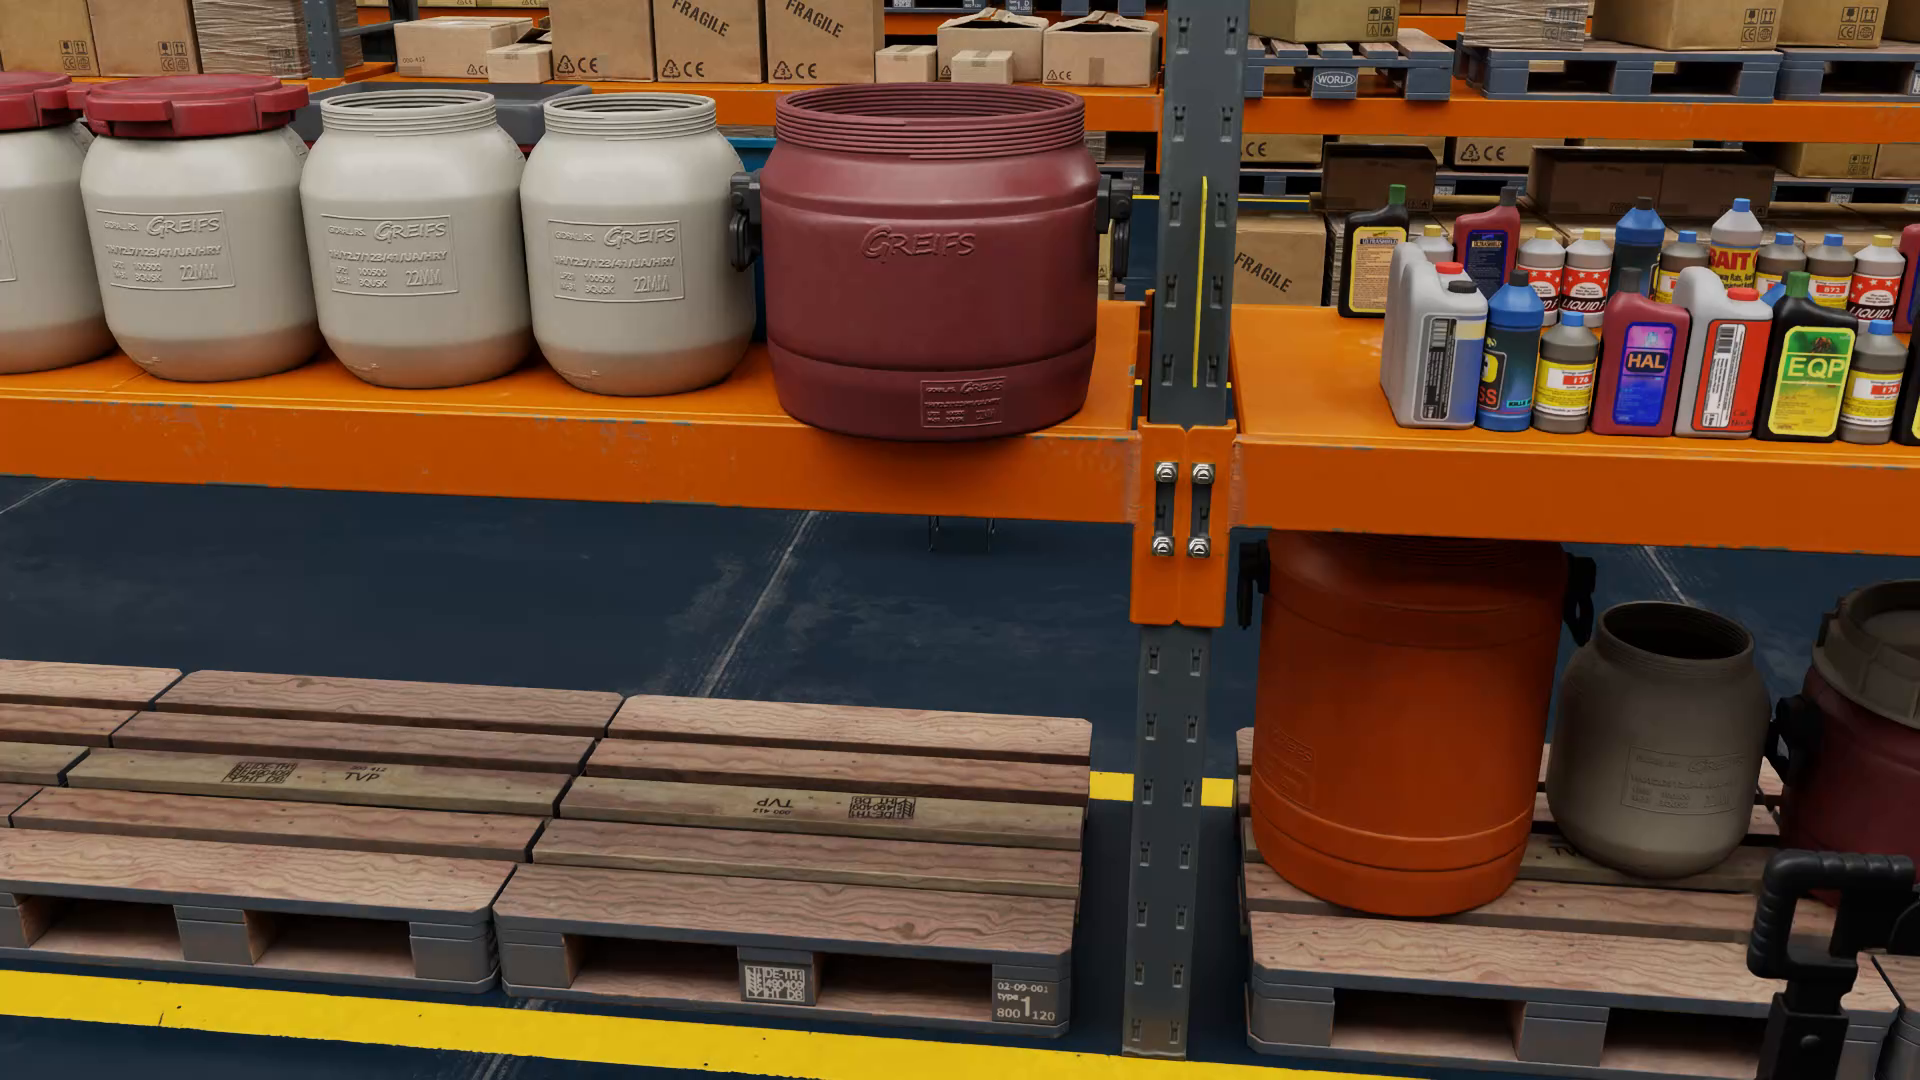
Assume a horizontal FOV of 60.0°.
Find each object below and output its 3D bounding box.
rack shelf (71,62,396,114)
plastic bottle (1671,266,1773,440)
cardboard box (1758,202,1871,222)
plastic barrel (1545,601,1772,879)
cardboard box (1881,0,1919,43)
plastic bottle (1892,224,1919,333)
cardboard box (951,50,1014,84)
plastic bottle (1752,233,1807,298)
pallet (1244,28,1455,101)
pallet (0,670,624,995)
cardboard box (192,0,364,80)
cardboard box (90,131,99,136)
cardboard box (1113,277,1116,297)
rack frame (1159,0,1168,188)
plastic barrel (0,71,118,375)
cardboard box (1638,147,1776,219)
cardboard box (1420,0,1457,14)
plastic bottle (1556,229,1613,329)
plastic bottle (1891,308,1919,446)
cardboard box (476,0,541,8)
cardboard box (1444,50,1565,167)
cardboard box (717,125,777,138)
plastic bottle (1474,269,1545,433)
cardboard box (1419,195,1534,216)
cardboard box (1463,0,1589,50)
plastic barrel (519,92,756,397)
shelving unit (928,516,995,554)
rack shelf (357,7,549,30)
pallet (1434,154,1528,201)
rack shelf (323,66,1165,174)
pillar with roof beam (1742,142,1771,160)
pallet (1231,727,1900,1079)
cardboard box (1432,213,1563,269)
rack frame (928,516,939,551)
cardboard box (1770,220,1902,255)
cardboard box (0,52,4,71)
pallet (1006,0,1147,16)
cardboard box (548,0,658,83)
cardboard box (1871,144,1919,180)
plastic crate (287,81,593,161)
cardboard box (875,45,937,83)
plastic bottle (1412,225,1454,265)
[{"bbox_3d":[-4.926,-2.274,8.591,4.000,0.370,1.077,2,22,6],"label":"rack shelf"},{"bbox_3d":[1.296,-0.326,2.855,0.135,0.276,0.152,2,22,6],"label":"plastic bottle"},{"bbox_3d":[4.021,-1.347,8.069,0.500,0.500,0.500,3,22,7],"label":"cardboard box"},{"bbox_3d":[1.504,0.427,3.591,0.421,0.512,0.421,0,22,0],"label":"plastic barrel"},{"bbox_3d":[4.560,-2.520,7.527,0.500,0.500,0.700,-5,22,-12],"label":"cardboard box"},{"bbox_3d":[2.032,-0.575,3.474,0.133,0.283,0.061,2,22,6],"label":"plastic bottle"},{"bbox_3d":[0.106,-2.170,7.692,0.250,0.149,0.380,2,22,6],"label":"cardboard box"},{"bbox_3d":[1.722,-0.544,3.506,0.097,0.201,0.097,0,22,0],"label":"plastic bottle"},{"bbox_3d":[1.713,-2.256,7.828,1.003,0.211,1.213,2,22,6],"label":"pallet"},{"bbox_3d":[-1.528,0.654,3.997,1.213,0.211,1.003,2,22,6],"label":"pallet"},{"bbox_3d":[-3.382,-2.586,8.264,0.500,0.500,0.700,2,22,5],"label":"cardboard box"},{"bbox_3d":[-4.357,-1.965,8.980,0.500,0.500,0.500,2,22,6],"label":"cardboard box"},{"bbox_3d":[0.546,-1.396,8.559,0.500,0.250,0.500,2,22,6],"label":"cardboard box"},{"bbox_3d":[1.611,-4.158,12.377,0.127,3.000,1.000,2,22,6],"label":"rack frame"},{"bbox_3d":[-1.874,-0.624,3.253,0.433,0.535,0.433,0,22,0],"label":"plastic barrel"},{"bbox_3d":[3.559,-1.720,7.993,0.500,0.250,0.500,3,22,6],"label":"cardboard box"},{"bbox_3d":[3.435,-3.889,12.012,0.250,0.149,0.380,3,22,7],"label":"cardboard box"},{"bbox_3d":[1.335,-0.561,3.549,0.097,0.201,0.097,0,22,0],"label":"plastic bottle"},{"bbox_3d":[1.653,-0.297,2.771,0.133,0.283,0.061,2,22,6],"label":"plastic bottle"},{"bbox_3d":[-3.361,-4.205,12.673,0.500,0.250,0.500,3,22,7],"label":"cardboard box"},{"bbox_3d":[4.040,-3.199,12.303,0.750,0.750,0.750,3,22,8],"label":"cardboard box"},{"bbox_3d":[-1.628,-3.347,13.129,0.500,0.500,0.700,3,22,8],"label":"cardboard box"},{"bbox_3d":[0.949,-0.329,2.868,0.097,0.271,0.097,0,22,0],"label":"plastic bottle"},{"bbox_3d":[2.502,-1.414,8.238,0.500,0.500,0.500,2,22,4],"label":"cardboard box"},{"bbox_3d":[2.556,-2.496,7.465,0.500,0.500,0.700,7,23,16],"label":"cardboard box"},{"bbox_3d":[-0.601,-0.559,3.123,0.421,0.512,0.421,0,22,0],"label":"plastic barrel"},{"bbox_3d":[0.008,-0.418,5.773,0.210,0.900,0.258,2,22,6],"label":"shelving unit"},{"bbox_3d":[-4.347,-4.083,13.166,4.000,0.370,1.077,2,22,6],"label":"rack shelf"},{"bbox_3d":[3.593,-2.746,12.598,1.213,0.211,1.003,2,22,6],"label":"pallet"},{"bbox_3d":[-0.954,-2.101,8.153,4.000,0.370,1.077,2,22,6],"label":"rack shelf"},{"bbox_3d":[5.874,-5.489,7.583,0.400,9.000,9.100,2,22,6],"label":"pillar with roof beam"},{"bbox_3d":[1.233,0.775,3.693,1.213,0.211,1.003,2,22,6],"label":"pallet"},{"bbox_3d":[2.468,-1.223,7.756,0.500,0.500,0.500,2,22,6],"label":"cardboard box"},{"bbox_3d":[-0.093,-0.423,5.785,0.006,0.900,0.240,2,22,6],"label":"rack frame"},{"bbox_3d":[3.990,-1.159,7.594,0.500,0.500,0.500,3,22,6],"label":"cardboard box"},{"bbox_3d":[-4.913,-2.651,8.430,0.500,0.500,0.700,3,22,8],"label":"cardboard box"},{"bbox_3d":[0.891,-4.061,12.392,1.003,0.211,1.213,2,22,6],"label":"pallet"},{"bbox_3d":[-1.656,-2.507,8.065,0.500,0.500,0.500,4,22,10],"label":"cardboard box"},{"bbox_3d":[6.812,-2.925,12.087,0.500,0.500,0.700,2,22,6],"label":"cardboard box"},{"bbox_3d":[-1.123,-0.752,3.676,0.583,0.464,0.402,2,22,6],"label":"plastic crate"},{"bbox_3d":[-0.241,-2.267,7.936,0.250,0.149,0.380,4,22,10],"label":"cardboard box"},{"bbox_3d":[1.010,-0.575,3.585,0.097,0.201,0.097,0,22,0],"label":"plastic bottle"}]
